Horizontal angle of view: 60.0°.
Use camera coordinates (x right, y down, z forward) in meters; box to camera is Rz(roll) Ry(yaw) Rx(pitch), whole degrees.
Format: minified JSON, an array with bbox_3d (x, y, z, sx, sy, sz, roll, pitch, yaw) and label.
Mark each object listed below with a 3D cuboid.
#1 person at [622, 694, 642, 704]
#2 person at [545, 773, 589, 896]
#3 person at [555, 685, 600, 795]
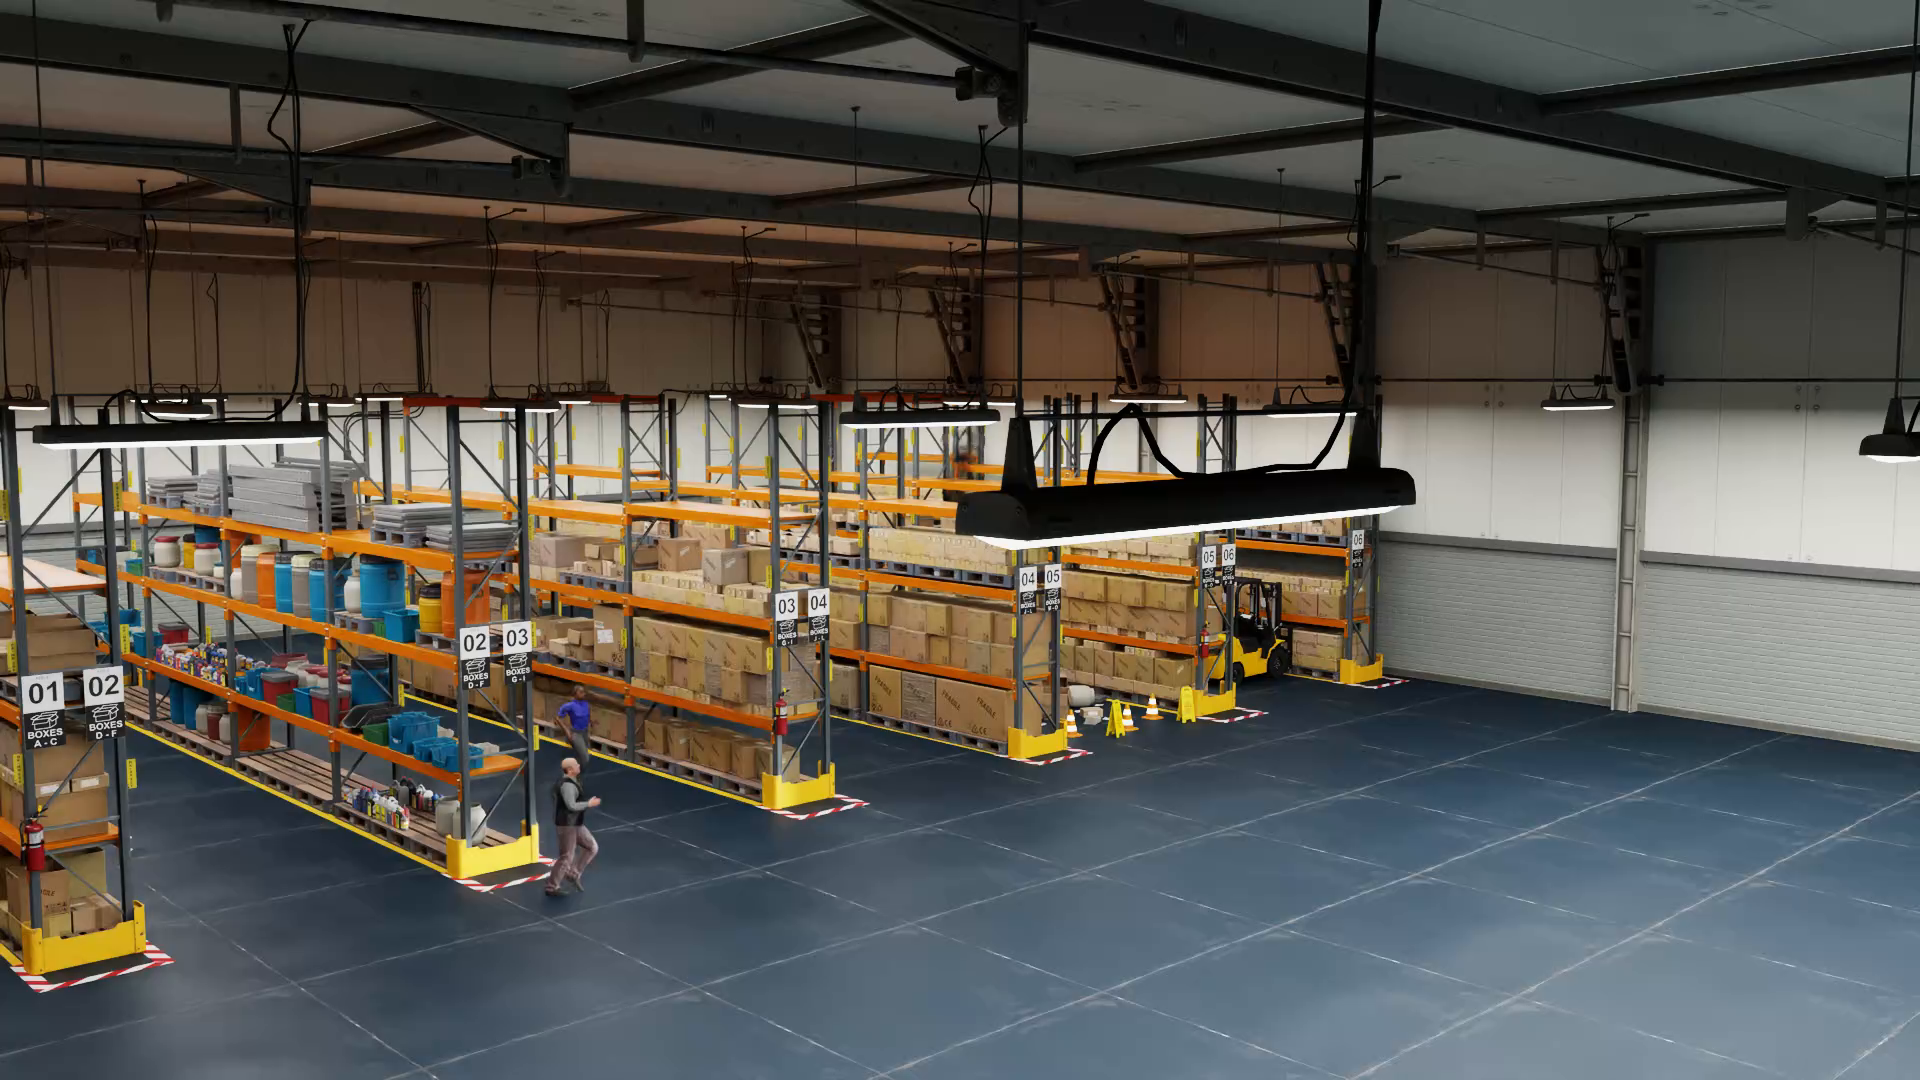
[{"bbox_3d":[-6.123,2.426,31.446,0.535,1.627,0.676,5,8,43],"label":"person"},{"bbox_3d":[-4.813,3.612,20.410,0.546,1.530,0.673,-1,6,-9],"label":"person"},{"bbox_3d":[-5.835,3.062,25.466,0.719,1.693,0.551,3,6,24],"label":"person"}]
